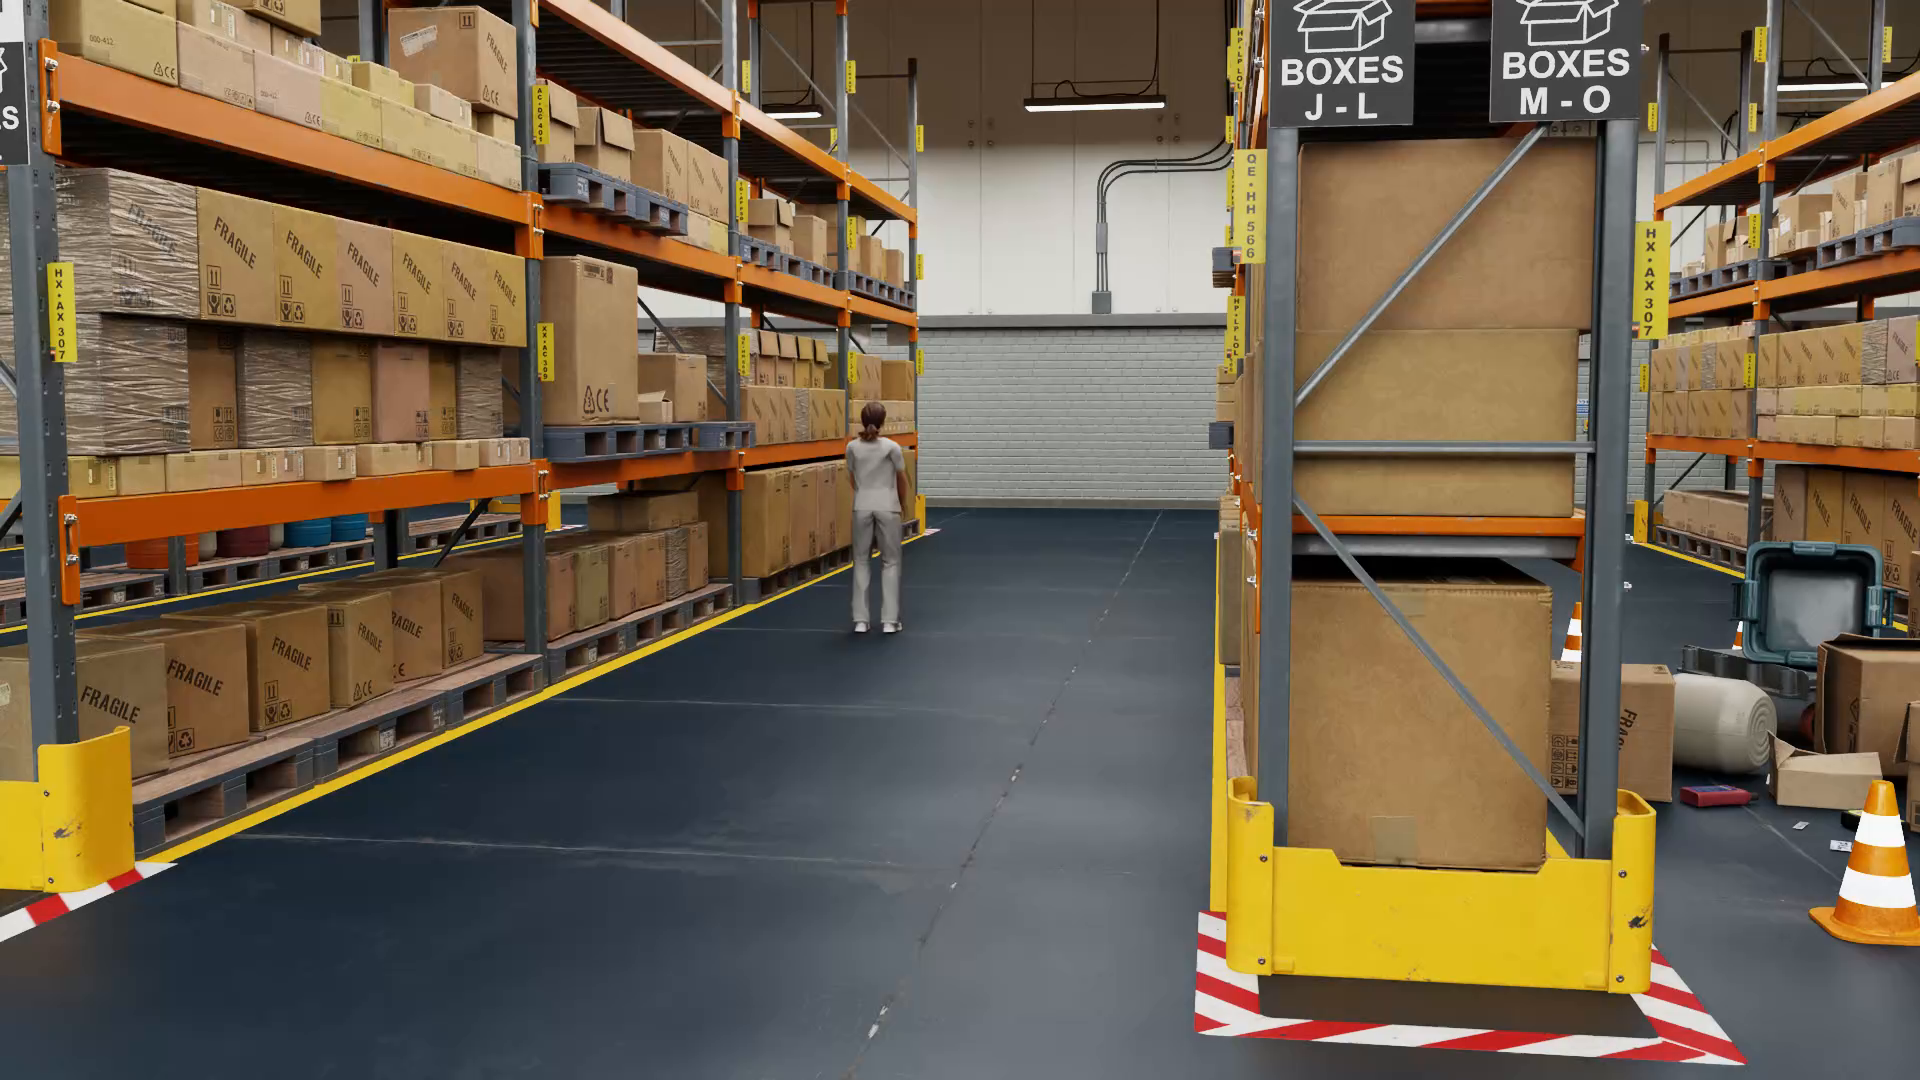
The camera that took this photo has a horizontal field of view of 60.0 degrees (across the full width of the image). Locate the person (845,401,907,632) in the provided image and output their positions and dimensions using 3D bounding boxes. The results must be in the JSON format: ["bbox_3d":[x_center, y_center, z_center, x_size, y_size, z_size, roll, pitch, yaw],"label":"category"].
[{"bbox_3d":[-0.597,-0.170,12.077,0.435,1.666,0.525,1,5,9],"label":"person"}]
